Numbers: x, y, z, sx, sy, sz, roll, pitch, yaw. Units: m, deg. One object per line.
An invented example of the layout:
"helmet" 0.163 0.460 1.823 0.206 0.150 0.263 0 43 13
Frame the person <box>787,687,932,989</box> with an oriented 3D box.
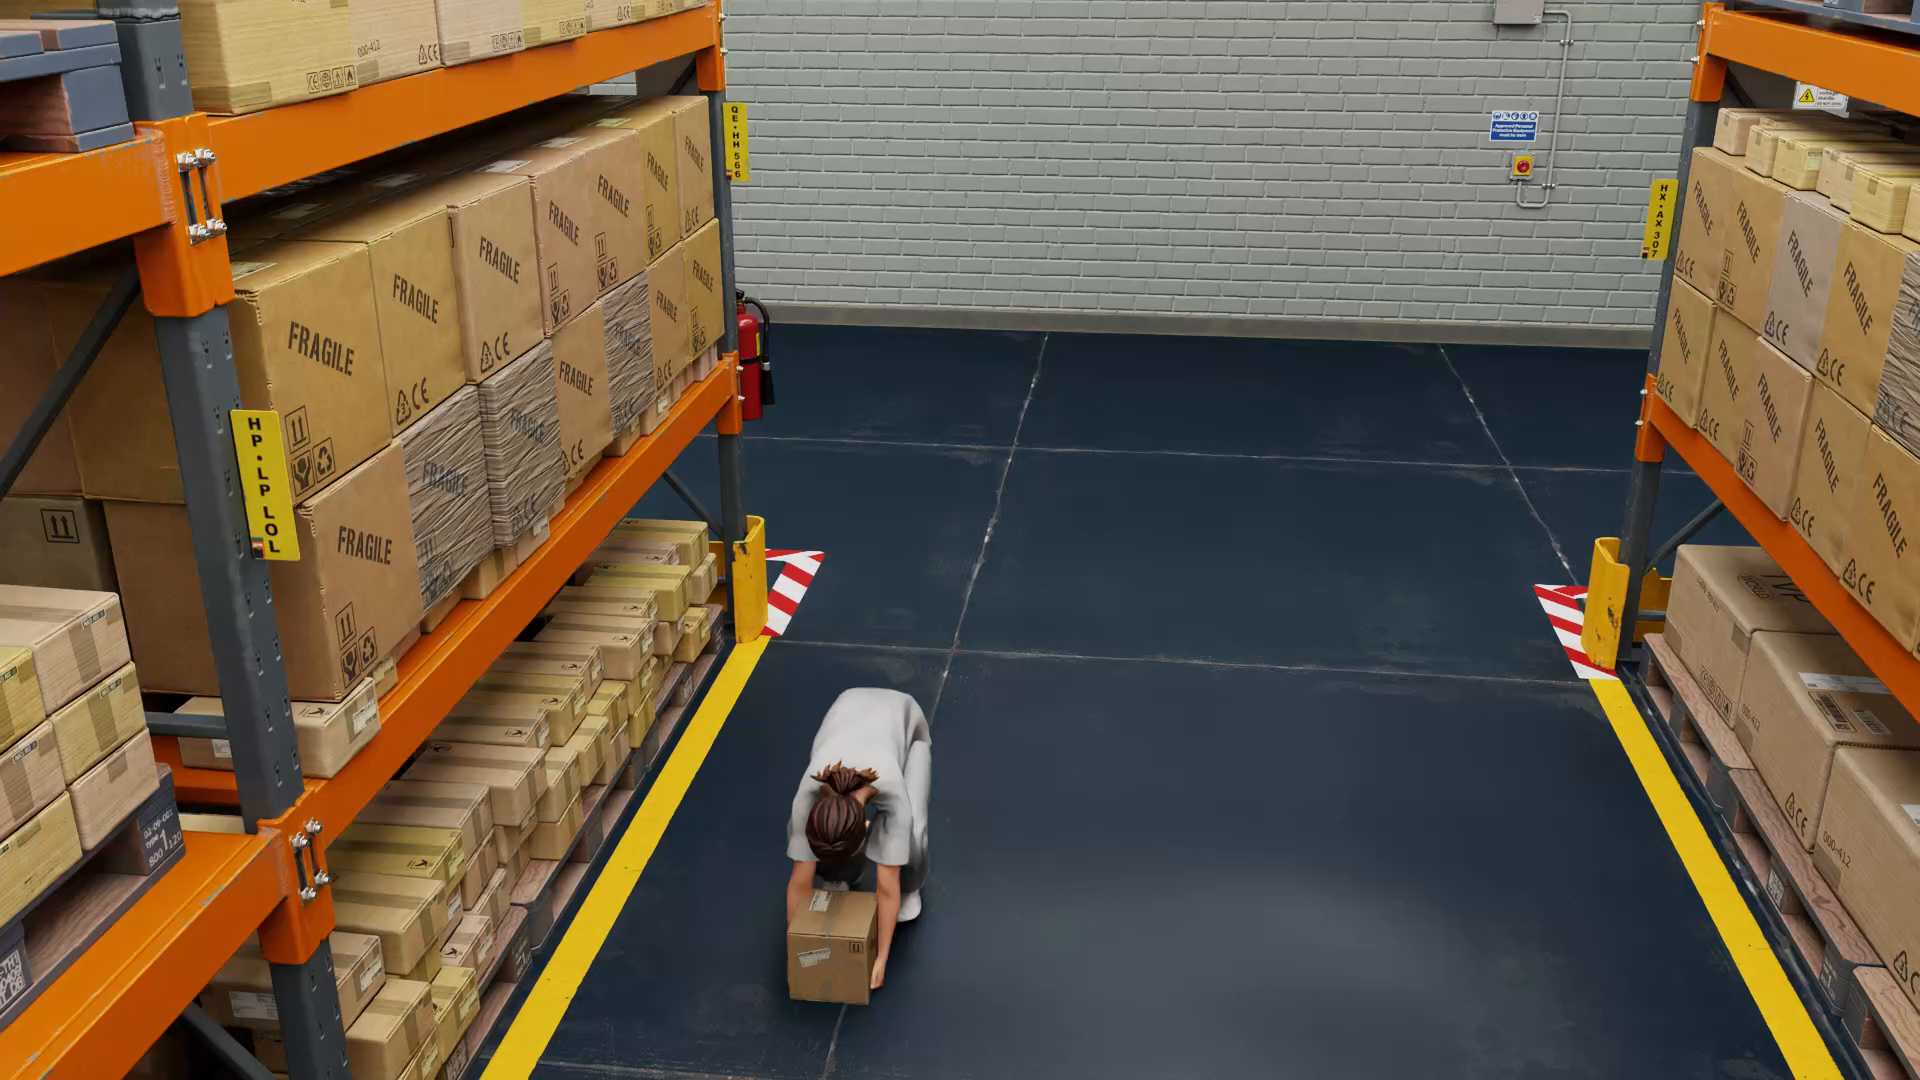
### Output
"person" -0.325 0.948 5.448 0.466 0.768 0.866 4 22 10
